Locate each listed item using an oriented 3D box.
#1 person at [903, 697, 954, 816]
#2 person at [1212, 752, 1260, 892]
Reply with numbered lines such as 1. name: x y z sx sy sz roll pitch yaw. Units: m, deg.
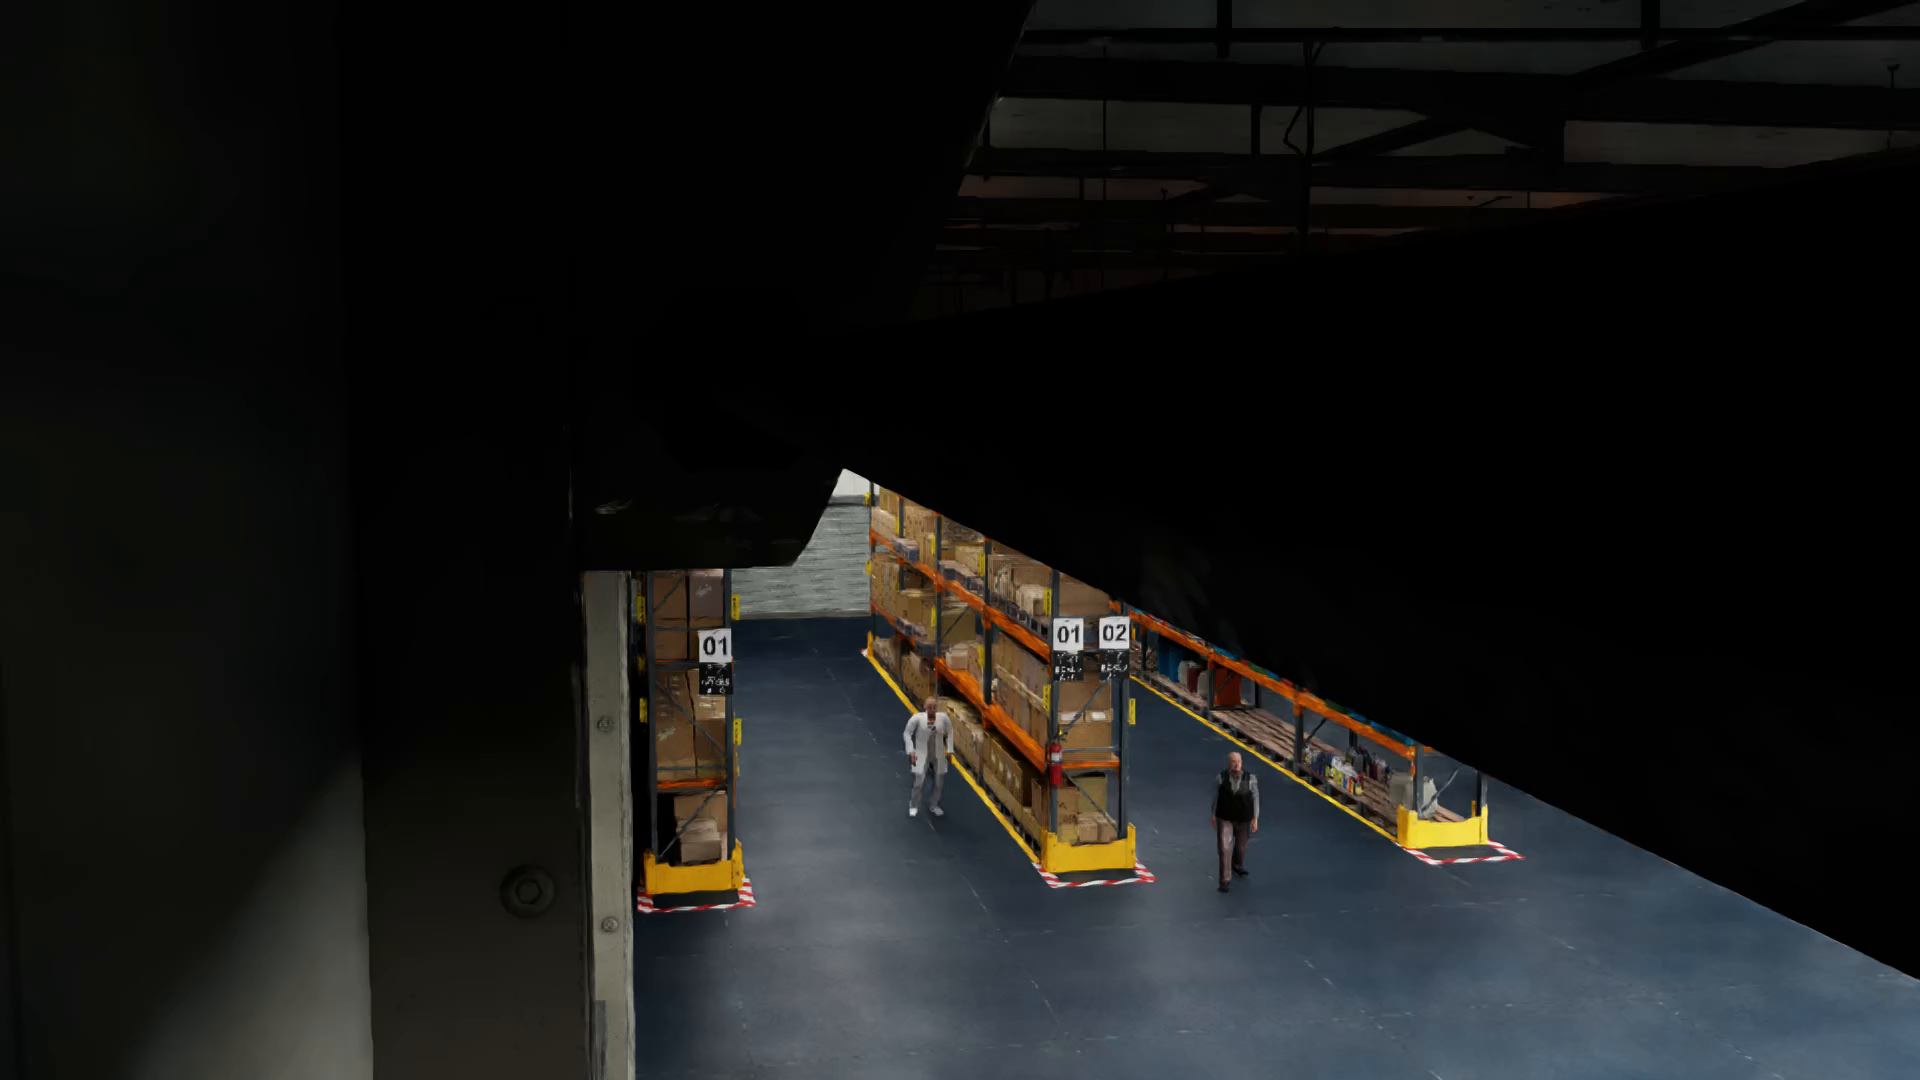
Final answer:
1. person: -0.443 3.033 23.406 0.729 1.734 0.546 -1 6 -12
2. person: 3.357 3.386 20.248 0.558 1.683 0.925 0 6 5
